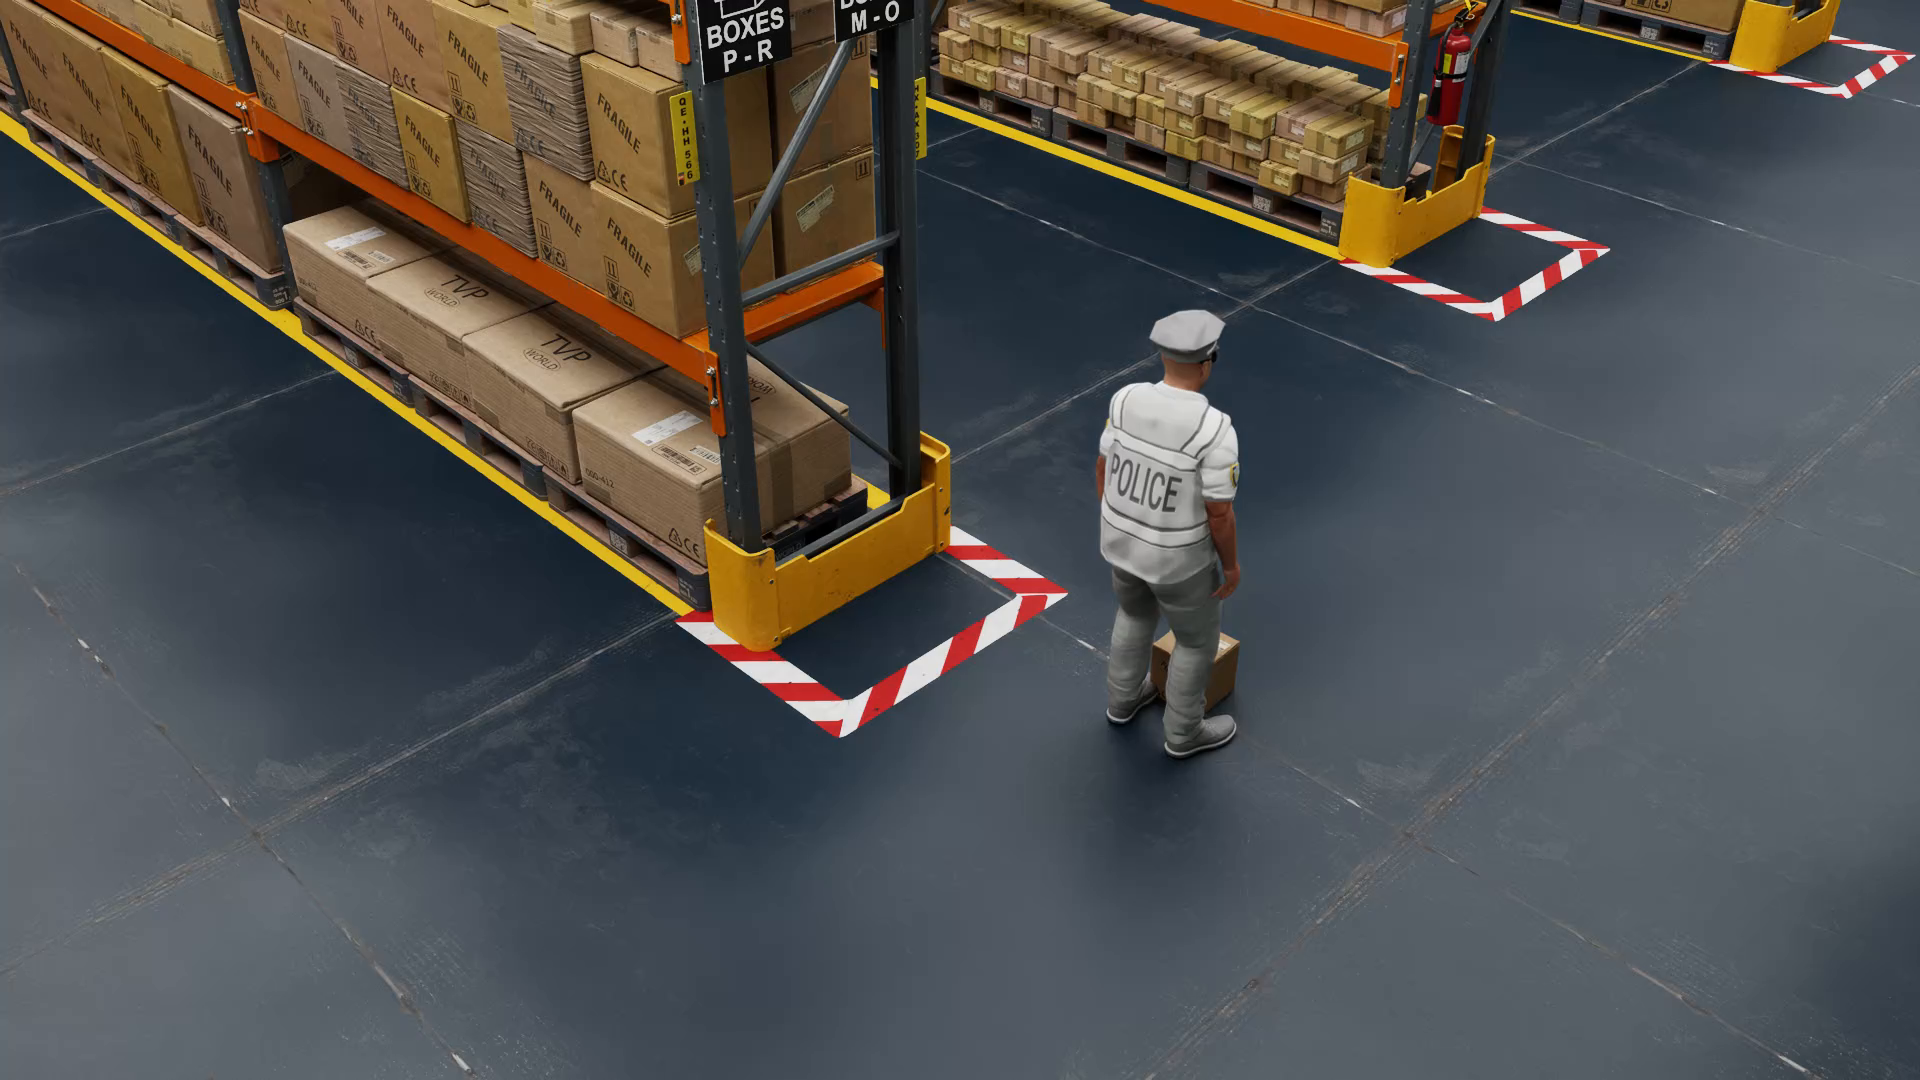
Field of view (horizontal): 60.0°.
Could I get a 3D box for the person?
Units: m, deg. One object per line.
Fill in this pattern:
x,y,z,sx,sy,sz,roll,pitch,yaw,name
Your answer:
0.756,0.017,6.116,0.604,1.747,0.442,27,43,33,person
